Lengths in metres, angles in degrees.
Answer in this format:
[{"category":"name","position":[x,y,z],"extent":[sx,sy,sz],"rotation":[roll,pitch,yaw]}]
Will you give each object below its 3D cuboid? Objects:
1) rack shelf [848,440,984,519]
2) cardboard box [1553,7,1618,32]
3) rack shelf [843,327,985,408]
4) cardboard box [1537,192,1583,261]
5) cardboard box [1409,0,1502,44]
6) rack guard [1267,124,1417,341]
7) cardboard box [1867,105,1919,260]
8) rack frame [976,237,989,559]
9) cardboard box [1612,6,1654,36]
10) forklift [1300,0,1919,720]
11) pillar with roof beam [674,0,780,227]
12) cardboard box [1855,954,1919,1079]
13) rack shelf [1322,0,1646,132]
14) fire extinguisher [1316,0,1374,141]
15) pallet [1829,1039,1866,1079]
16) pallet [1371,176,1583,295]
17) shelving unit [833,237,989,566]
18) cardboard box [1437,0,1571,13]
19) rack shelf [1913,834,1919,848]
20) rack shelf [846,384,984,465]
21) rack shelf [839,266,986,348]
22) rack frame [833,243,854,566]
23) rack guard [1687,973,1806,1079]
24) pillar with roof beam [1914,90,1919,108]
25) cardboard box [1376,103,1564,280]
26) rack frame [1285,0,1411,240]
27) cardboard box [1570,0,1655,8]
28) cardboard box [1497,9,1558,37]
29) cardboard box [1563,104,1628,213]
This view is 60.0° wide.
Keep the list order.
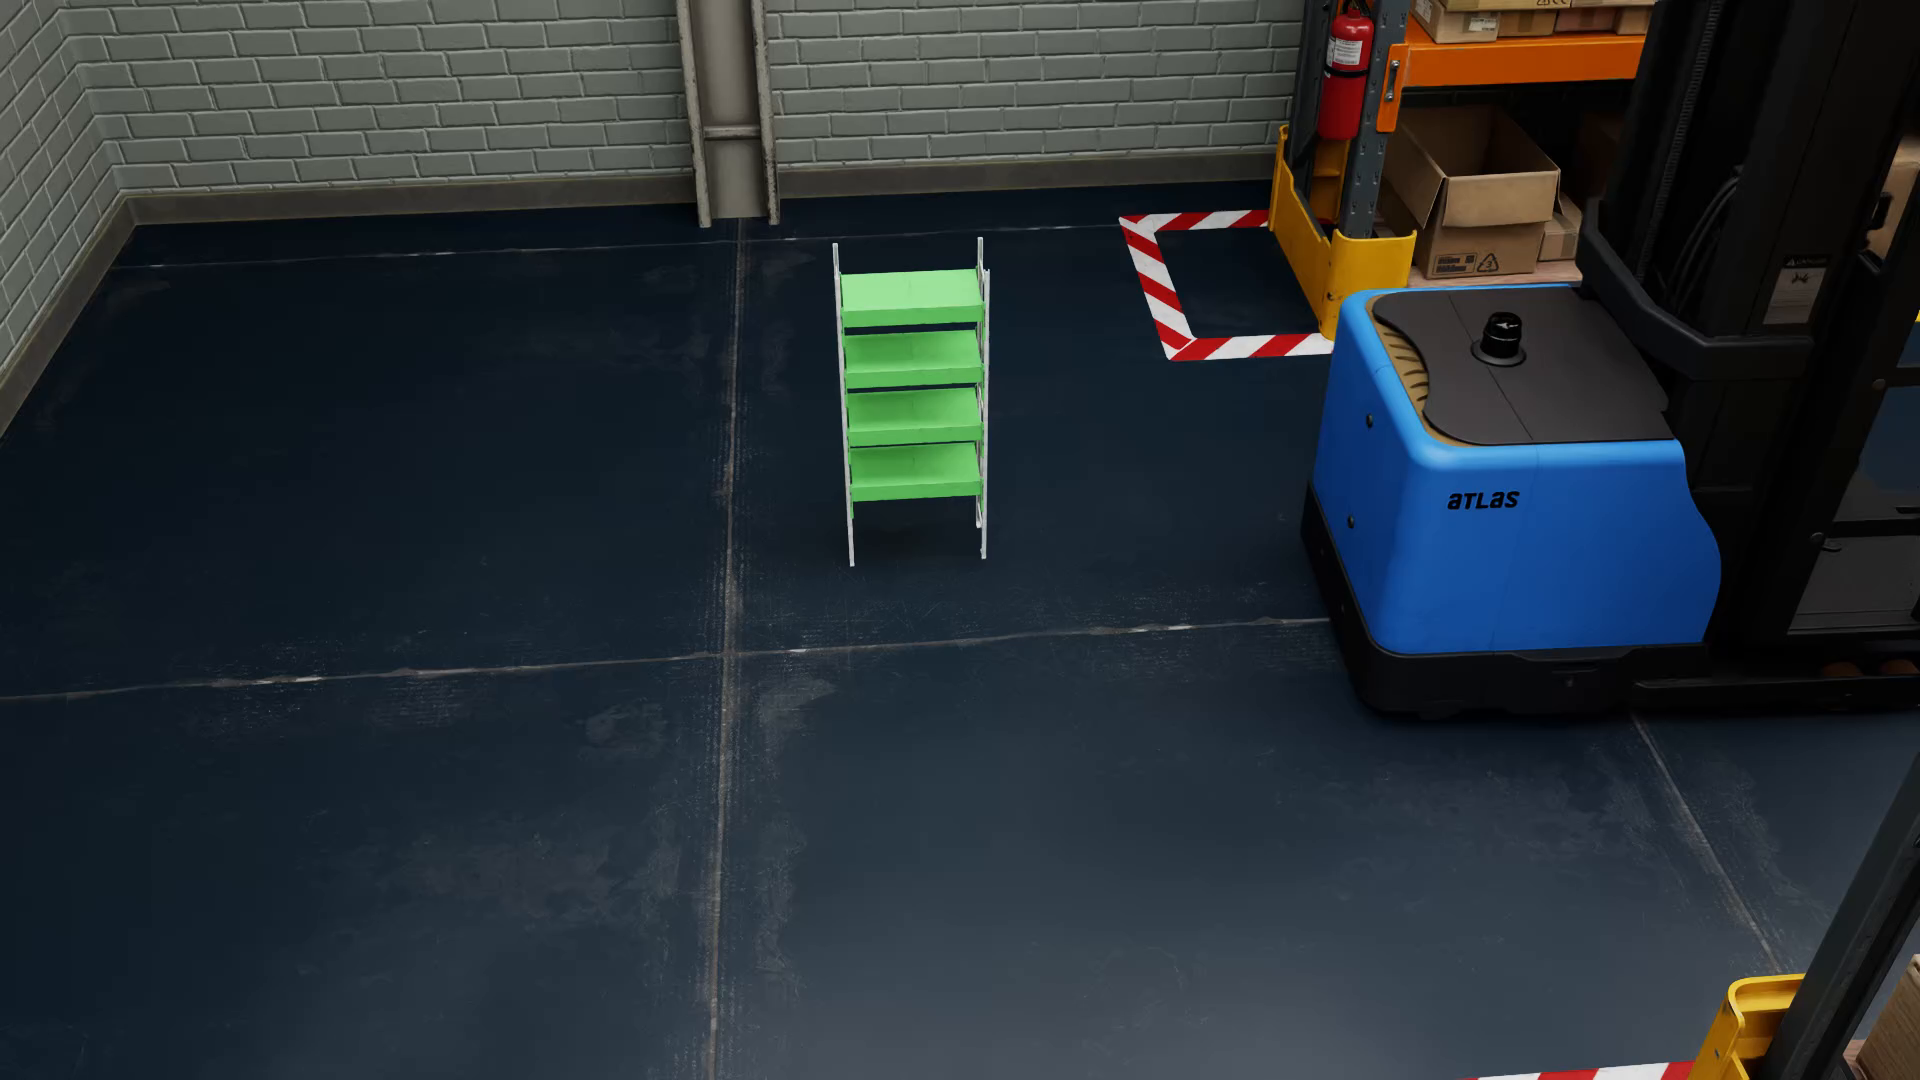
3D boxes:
[{"category":"rack shelf","position":[-0.165,-0.223,6.055],"extent":[0.480,0.148,0.258],"rotation":[-3,38,-4]},{"category":"cardboard box","position":[2.522,-2.246,6.878],"extent":[0.250,0.149,0.380],"rotation":[-4,38,-5]},{"category":"rack shelf","position":[-0.165,-0.600,5.758],"extent":[0.480,0.148,0.258],"rotation":[-3,38,-4]},{"category":"cardboard box","position":[2.706,-1.437,7.613],"extent":[0.250,0.149,0.380],"rotation":[-5,39,-6]},{"category":"cardboard box","position":[2.014,-2.168,6.778],"extent":[0.250,0.149,0.380],"rotation":[-3,38,-4]},{"category":"rack guard","position":[1.738,-1.440,7.672],"extent":[0.348,0.500,1.175],"rotation":[-3,38,-4]},{"category":"cardboard box","position":[4.169,-1.656,7.606],"extent":[0.500,0.500,0.700],"rotation":[-5,38,-6]},{"category":"rack frame","position":[0.078,-0.475,5.884],"extent":[0.015,1.200,0.240],"rotation":[-3,38,-4]},{"category":"cardboard box","position":[2.779,-2.222,6.847],"extent":[0.250,0.149,0.380],"rotation":[-2,38,-3]},{"category":"forklift","position":[2.799,-0.910,5.038],"extent":[3.031,2.935,1.130],"rotation":[-2,38,-3]},{"category":"pillar with roof beam","position":[-0.722,-2.525,2.185],"extent":[0.400,9.000,9.100],"rotation":[-3,38,-4]},{"category":"cardboard box","position":[2.754,1.388,3.799],"extent":[0.875,0.438,0.875],"rotation":[-4,38,-6]},{"category":"rack shelf","position":[3.654,-2.245,7.254],"extent":[4.000,0.370,1.077],"rotation":[-3,38,-4]},{"category":"fire extinguisher","position":[1.557,-1.947,6.660],"extent":[0.183,0.674,0.296],"rotation":[-3,38,-4]},{"category":"pallet","position":[2.895,1.648,3.992],"extent":[1.213,0.211,1.003],"rotation":[-3,38,-4]},{"category":"pallet","position":[2.532,-1.371,7.817],"extent":[1.213,0.211,1.003],"rotation":[-3,38,-4]},{"category":"shelving unit","position":[-0.165,-0.462,5.867],"extent":[0.503,1.200,0.258],"rotation":[-3,38,-4]},{"category":"cardboard box","position":[2.138,-2.334,6.667],"extent":[0.500,0.250,0.500],"rotation":[-3,38,-4]},{"category":"rack shelf","position":[4.098,0.818,3.373],"extent":[4.000,0.370,1.077],"rotation":[-3,38,-4]},{"category":"rack shelf","position":[-0.165,-0.412,5.906],"extent":[0.480,0.148,0.258],"rotation":[-3,38,-4]},{"category":"rack shelf","position":[-0.165,-0.789,5.609],"extent":[0.480,0.148,0.258],"rotation":[-3,38,-4]},{"category":"rack frame","position":[-0.408,-0.449,5.850],"extent":[0.015,1.200,0.240],"rotation":[-3,38,-4]},{"category":"rack guard","position":[2.082,1.628,3.784],"extent":[0.348,0.500,1.175],"rotation":[-3,38,-4]},{"category":"pillar with roof beam","position":[5.254,-2.854,2.602],"extent":[0.400,9.000,9.100],"rotation":[-3,38,-4]},{"category":"cardboard box","position":[2.280,-1.577,7.504],"extent":[0.637,0.503,0.797],"rotation":[-5,39,-6]},{"category":"rack frame","position":[1.662,-2.417,6.892],"extent":[0.127,3.000,1.000],"rotation":[-3,38,-4]},{"category":"cardboard box","position":[2.640,-2.362,6.703],"extent":[0.500,0.250,0.500],"rotation":[-3,38,-3]},{"category":"cardboard box","position":[2.263,-2.210,6.832],"extent":[0.250,0.149,0.380],"rotation":[-2,38,-3]},{"category":"cardboard box","position":[3.135,-1.599,7.534],"extent":[0.500,0.500,0.700],"rotation":[-2,38,-2]}]
